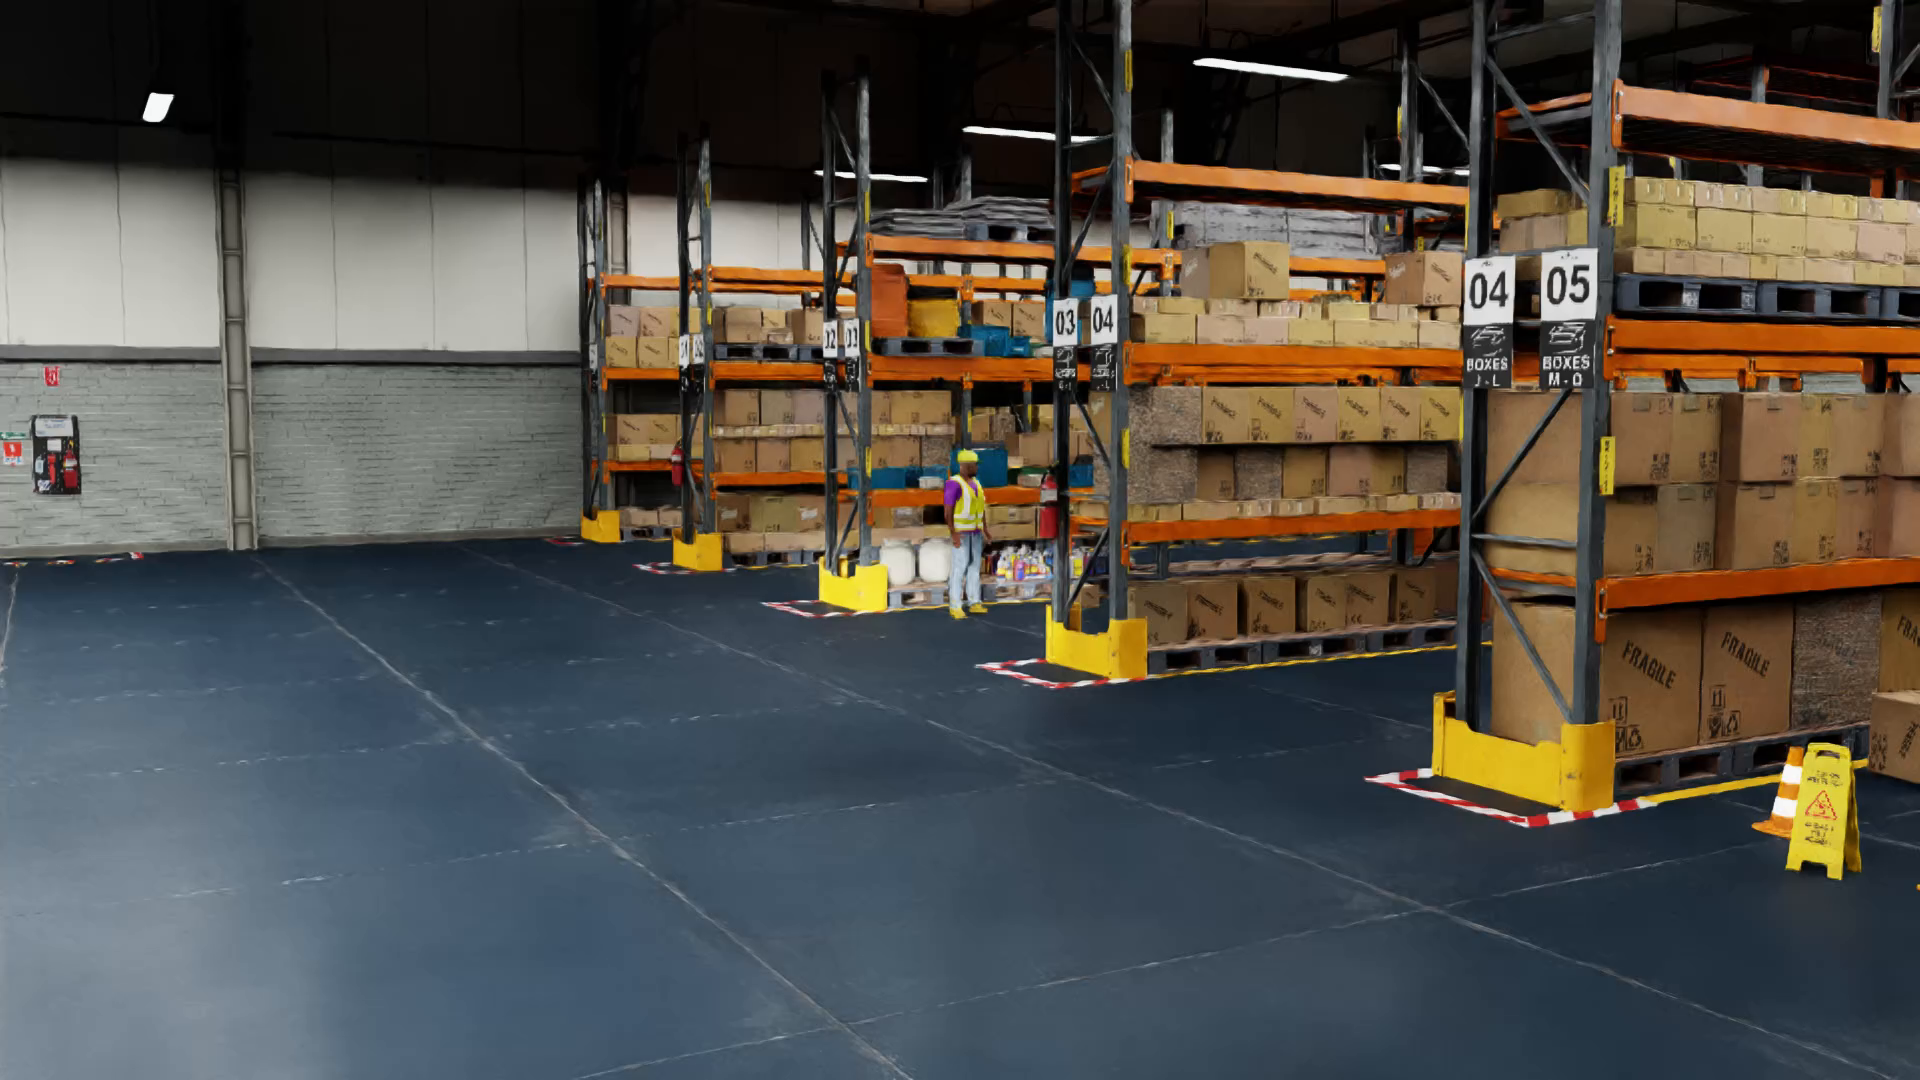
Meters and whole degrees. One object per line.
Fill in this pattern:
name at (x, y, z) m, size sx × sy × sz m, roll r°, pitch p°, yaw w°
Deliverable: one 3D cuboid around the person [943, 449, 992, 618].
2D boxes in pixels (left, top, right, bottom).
person at (0.094, -0.071, 17.936) m, size 0.416 × 1.811 × 0.619 m, roll 4°, pitch 6°, yaw 38°
